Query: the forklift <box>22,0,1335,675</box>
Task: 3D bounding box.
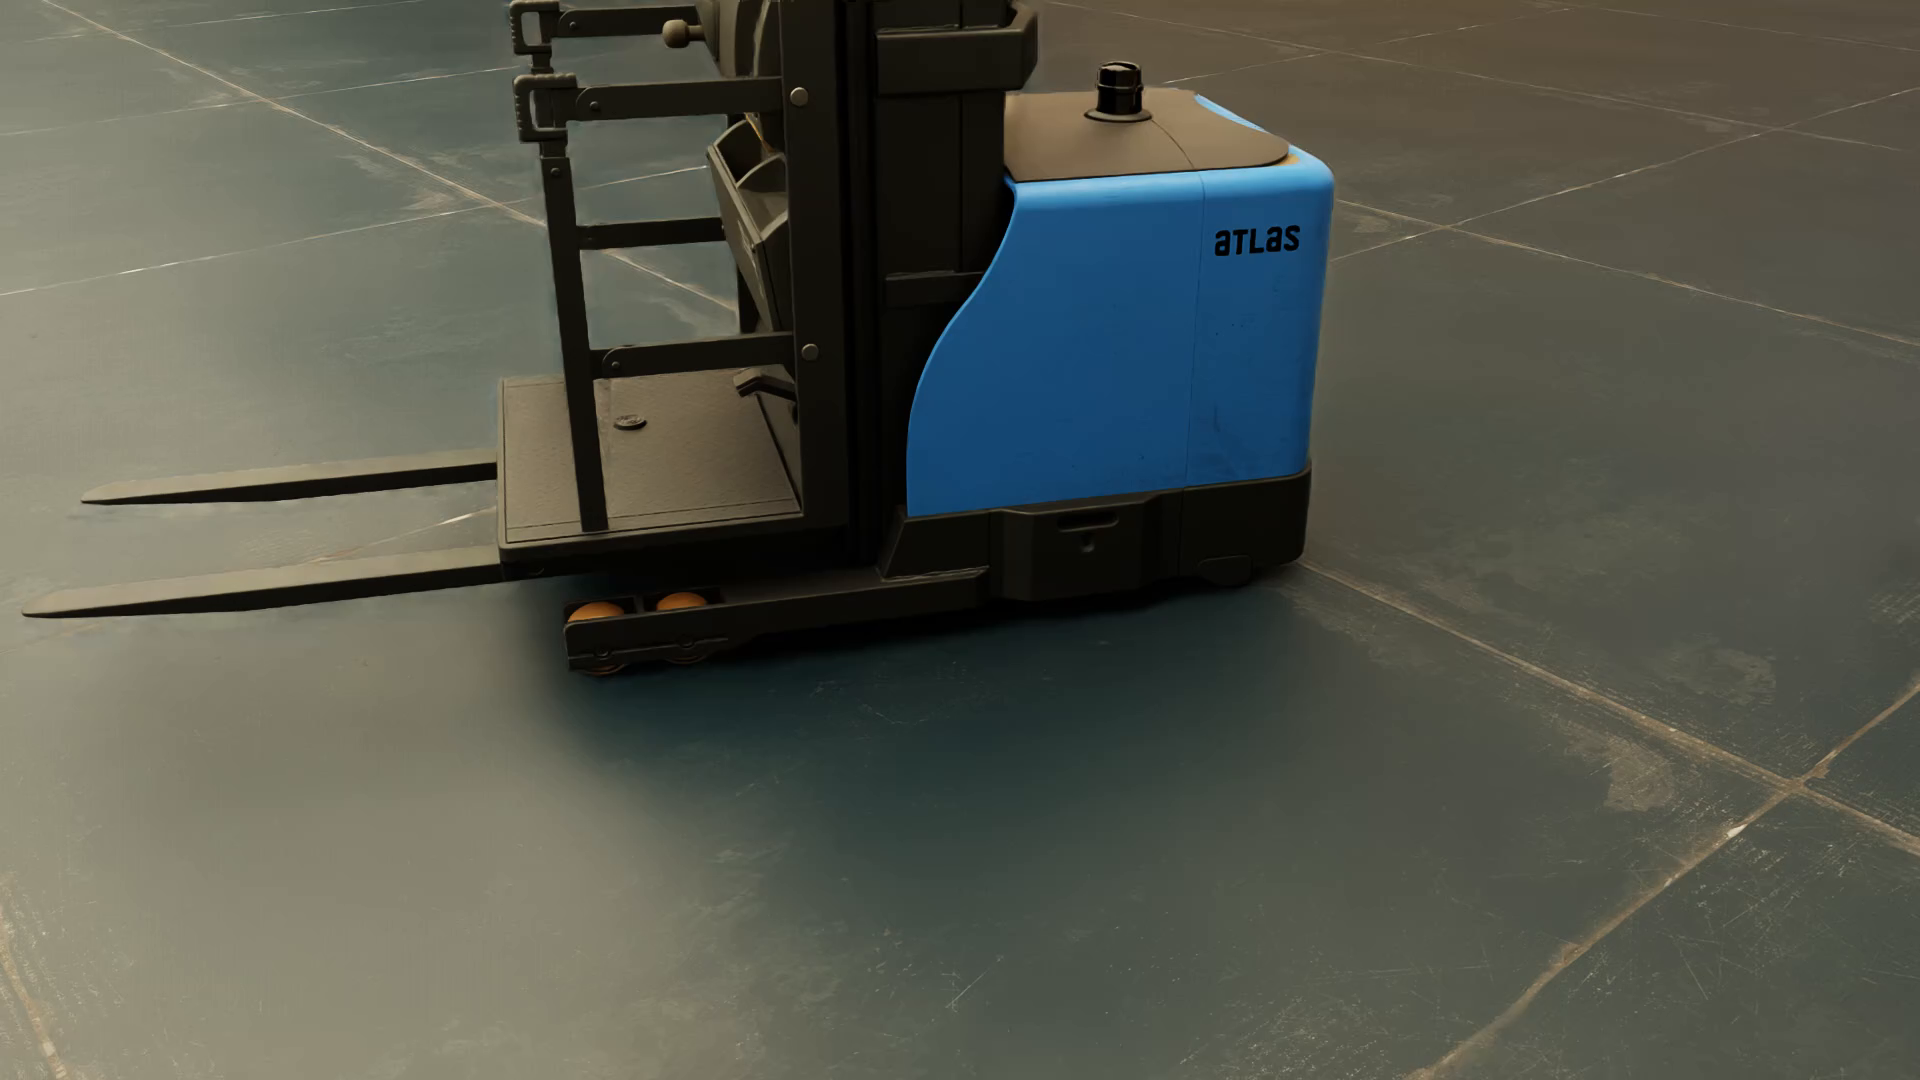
[{"bbox_3d":[-0.685,-1.258,3.739,3.031,2.935,1.130,-6,27,-13],"label":"forklift"}]
